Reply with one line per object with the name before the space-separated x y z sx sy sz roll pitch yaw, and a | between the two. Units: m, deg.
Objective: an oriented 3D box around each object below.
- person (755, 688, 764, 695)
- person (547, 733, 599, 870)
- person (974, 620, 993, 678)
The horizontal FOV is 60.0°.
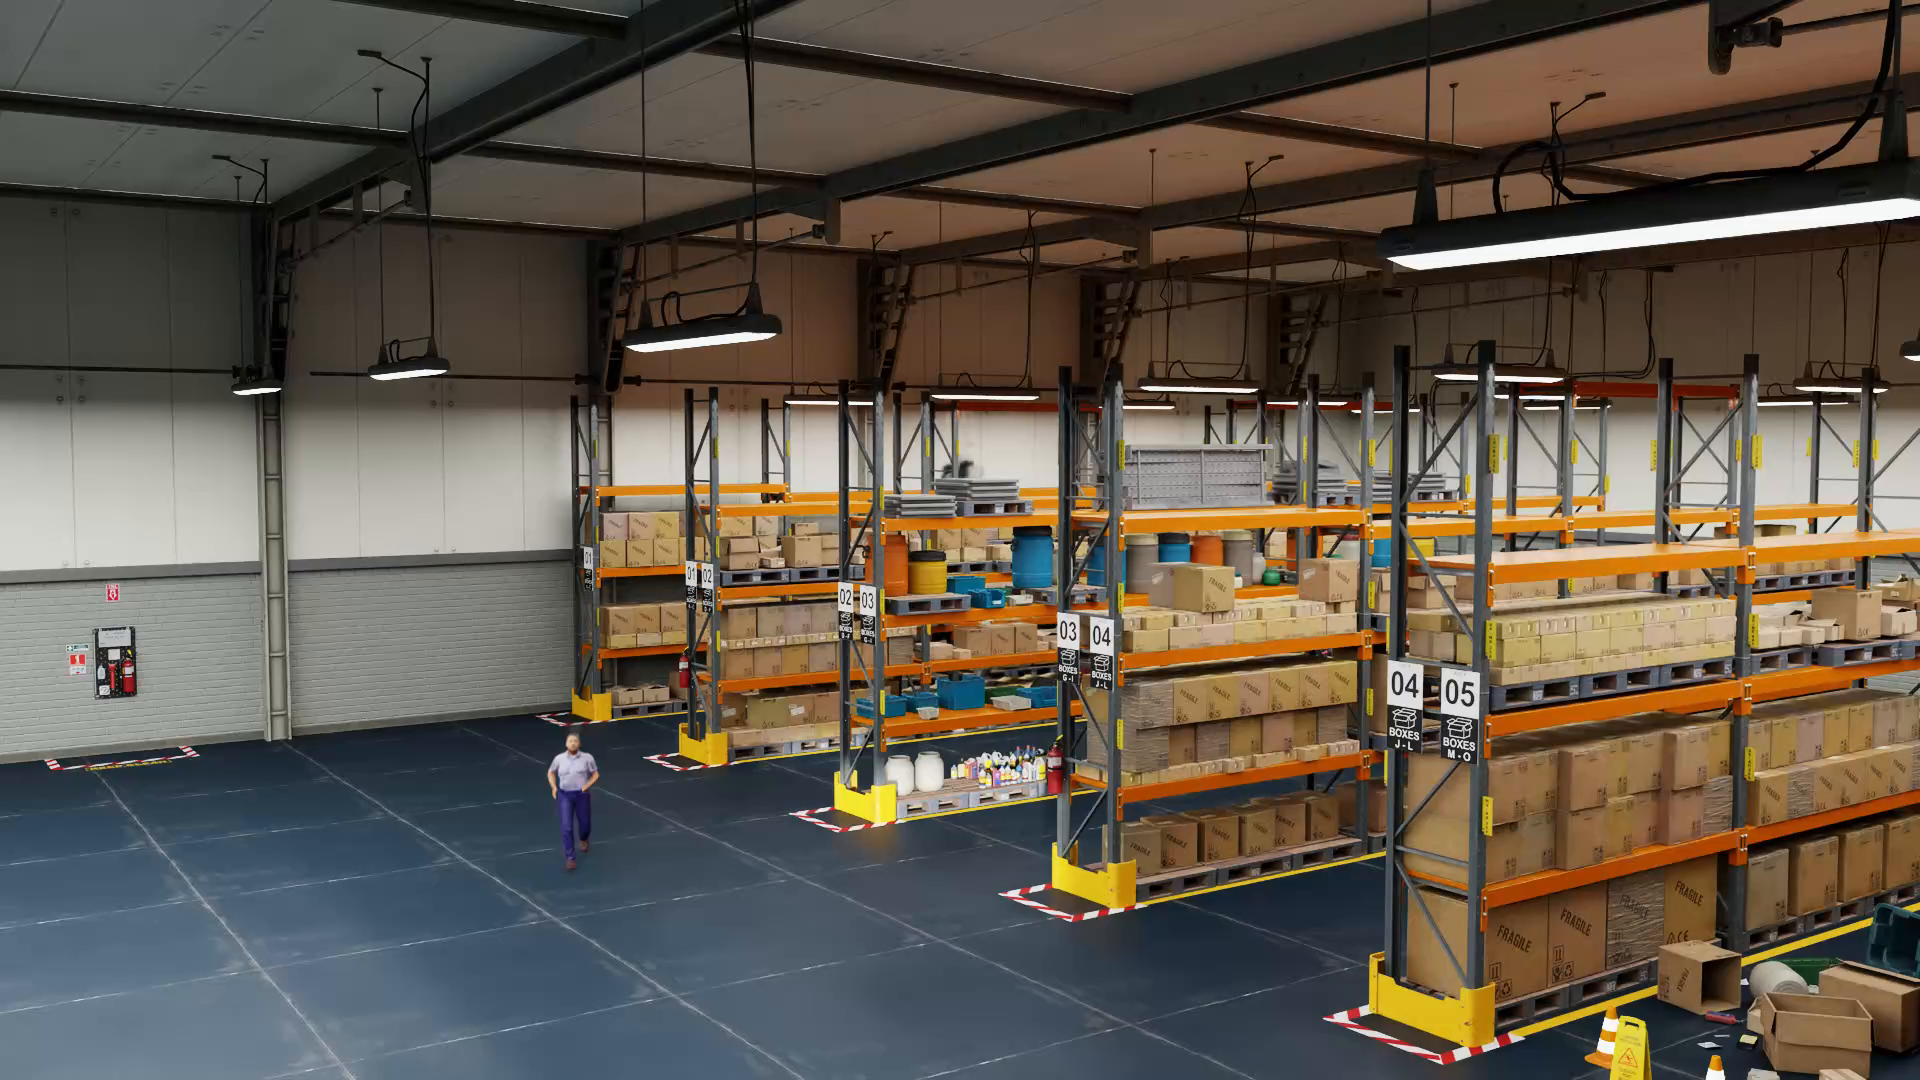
person | -3.527 2.451 29.845 0.636 1.821 0.793 3 5 44
person | -4.709 3.145 20.241 0.615 1.602 0.727 -1 4 -12
person | 0.397 2.367 31.986 0.563 1.726 0.604 -2 4 -36
